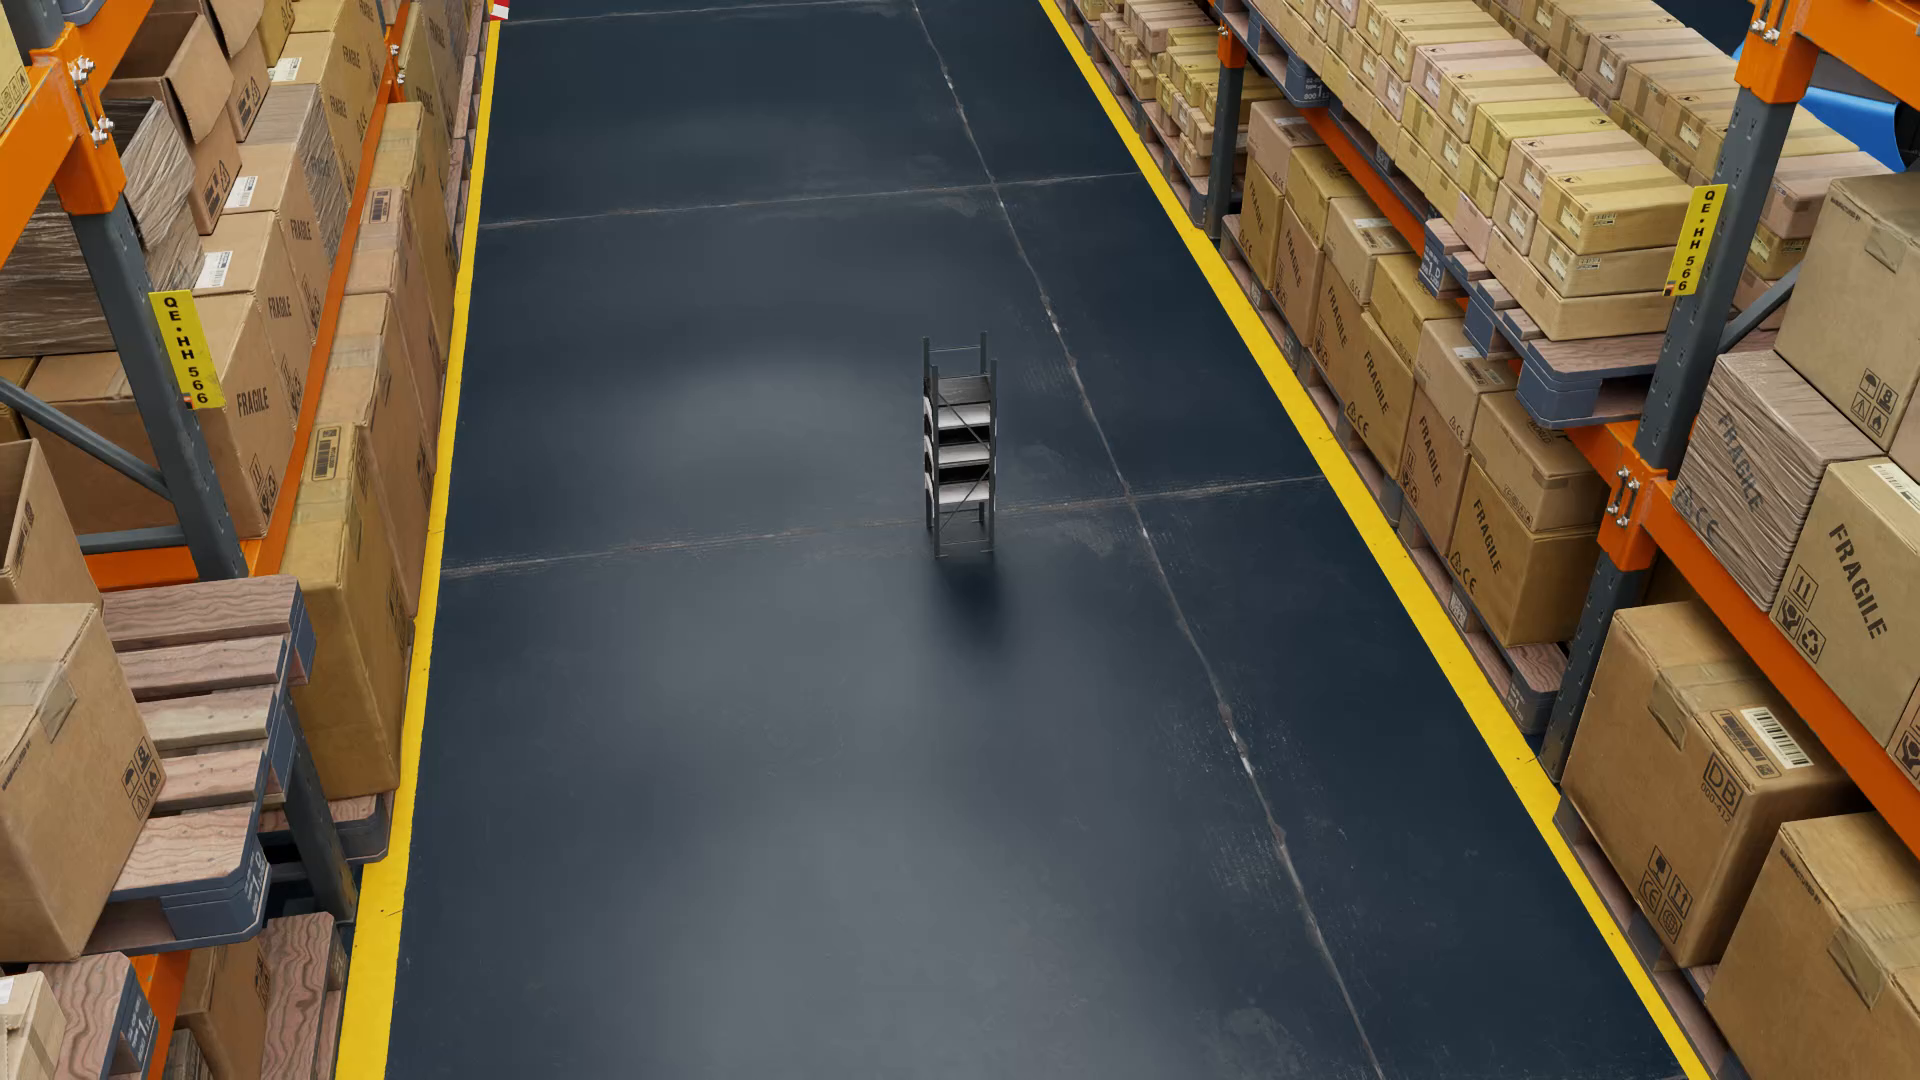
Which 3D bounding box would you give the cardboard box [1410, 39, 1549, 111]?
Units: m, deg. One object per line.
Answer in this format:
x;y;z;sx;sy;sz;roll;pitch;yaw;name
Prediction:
1.792;-1.603;5.746;0.380;0.149;0.250;-6;38;-8;cardboard box

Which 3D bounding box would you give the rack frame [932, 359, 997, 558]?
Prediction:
0.016;-0.299;6.401;0.240;0.900;0.006;-6;38;-8;rack frame

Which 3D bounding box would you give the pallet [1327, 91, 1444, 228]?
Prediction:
2.116;-1.553;6.461;1.003;0.211;1.213;-6;38;-8;pallet

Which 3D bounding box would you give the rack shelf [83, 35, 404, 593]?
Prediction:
-2.748;-0.889;6.036;1.077;0.370;4.000;-6;38;-8;rack shelf

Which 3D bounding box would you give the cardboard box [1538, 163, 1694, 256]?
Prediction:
1.966;-0.986;4.952;0.380;0.149;0.250;-8;38;-10;cardboard box

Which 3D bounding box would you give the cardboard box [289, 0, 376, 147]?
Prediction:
-2.668;-1.868;6.628;0.500;0.500;0.500;-5;38;-7;cardboard box

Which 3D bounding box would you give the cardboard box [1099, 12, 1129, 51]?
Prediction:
1.088;-3.191;10.393;0.380;0.149;0.250;-8;39;-10;cardboard box

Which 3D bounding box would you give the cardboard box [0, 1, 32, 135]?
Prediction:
-2.072;-0.830;3.051;0.500;0.250;0.500;-6;38;-8;cardboard box

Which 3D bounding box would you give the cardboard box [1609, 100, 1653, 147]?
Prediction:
2.472;-1.412;5.743;0.380;0.149;0.250;-6;38;-8;cardboard box

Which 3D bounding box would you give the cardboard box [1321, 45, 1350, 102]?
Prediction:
1.653;-1.845;6.542;0.380;0.149;0.250;-7;38;-9;cardboard box

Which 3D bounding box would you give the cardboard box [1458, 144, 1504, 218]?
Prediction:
1.872;-1.191;5.458;0.380;0.149;0.250;-5;38;-7;cardboard box

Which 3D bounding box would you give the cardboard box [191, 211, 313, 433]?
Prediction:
-2.307;-0.639;5.046;0.500;0.500;0.500;-7;38;-9;cardboard box

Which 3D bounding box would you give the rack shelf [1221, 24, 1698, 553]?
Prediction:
2.153;-1.362;6.644;1.077;0.370;4.000;-6;38;-8;rack shelf

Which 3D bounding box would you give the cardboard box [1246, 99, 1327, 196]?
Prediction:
1.672;-1.854;7.775;0.500;0.250;0.500;-8;39;-10;cardboard box

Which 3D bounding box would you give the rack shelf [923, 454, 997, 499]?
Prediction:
-0.001;-0.263;6.556;0.258;0.077;0.200;-6;38;-8;rack shelf

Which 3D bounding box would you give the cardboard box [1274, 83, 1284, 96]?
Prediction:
1.921;-2.408;9.143;0.380;0.149;0.250;-6;38;-8;cardboard box

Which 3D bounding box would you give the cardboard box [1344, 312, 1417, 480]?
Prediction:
1.935;-0.618;6.795;0.500;0.500;0.500;-8;39;-10;cardboard box

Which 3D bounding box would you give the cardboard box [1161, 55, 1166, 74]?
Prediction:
1.363;-2.651;9.457;0.380;0.149;0.250;-6;38;-8;cardboard box

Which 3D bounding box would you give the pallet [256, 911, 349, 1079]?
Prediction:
-2.262;1.608;4.508;1.003;0.211;1.213;-6;38;-8;pallet

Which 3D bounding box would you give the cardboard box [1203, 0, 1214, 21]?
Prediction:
1.698;-3.357;10.366;0.380;0.149;0.250;-4;38;-6;cardboard box

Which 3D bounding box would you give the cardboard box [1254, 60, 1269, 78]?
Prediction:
1.863;-2.679;9.250;0.380;0.149;0.250;-7;38;-9;cardboard box

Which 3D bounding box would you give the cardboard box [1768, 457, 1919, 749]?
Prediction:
2.409;0.130;4.057;0.500;0.500;0.500;-7;38;-8;cardboard box

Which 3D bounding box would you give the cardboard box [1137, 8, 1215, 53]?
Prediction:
1.242;-2.934;9.578;0.380;0.149;0.250;-8;39;-10;cardboard box

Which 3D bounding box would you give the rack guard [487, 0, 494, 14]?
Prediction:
-3.804;-3.825;11.266;1.175;0.500;0.348;-6;38;-8;rack guard

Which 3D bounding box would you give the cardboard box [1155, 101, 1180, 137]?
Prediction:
1.325;-2.413;9.392;0.380;0.149;0.250;-7;38;-9;cardboard box

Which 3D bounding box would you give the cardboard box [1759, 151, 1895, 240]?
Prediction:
2.613;-1.042;5.024;0.380;0.149;0.250;-6;38;-8;cardboard box

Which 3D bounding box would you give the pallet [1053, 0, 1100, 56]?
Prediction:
1.222;-3.628;11.248;1.003;0.211;1.213;-6;38;-8;pallet

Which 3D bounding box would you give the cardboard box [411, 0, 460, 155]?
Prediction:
-3.293;-2.659;9.117;0.875;0.875;0.875;-6;38;-8;cardboard box

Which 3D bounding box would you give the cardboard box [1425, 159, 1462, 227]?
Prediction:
1.837;-1.209;5.724;0.380;0.149;0.250;-7;38;-9;cardboard box

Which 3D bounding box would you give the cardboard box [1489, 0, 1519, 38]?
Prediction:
2.301;-2.023;6.529;0.380;0.149;0.250;-6;38;-8;cardboard box

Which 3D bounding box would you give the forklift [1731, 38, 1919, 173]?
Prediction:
5.094;-2.267;7.279;3.031;2.935;1.130;23;43;26;forklift

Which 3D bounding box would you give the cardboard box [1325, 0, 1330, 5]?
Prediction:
1.603;-2.240;6.565;0.380;0.149;0.250;-7;38;-8;cardboard box

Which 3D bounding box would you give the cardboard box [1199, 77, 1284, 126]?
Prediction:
1.484;-2.316;8.782;0.380;0.149;0.250;-5;38;-7;cardboard box

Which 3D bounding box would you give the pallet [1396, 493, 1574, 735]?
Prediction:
2.368;0.191;6.332;1.003;0.211;1.213;-6;38;-8;pallet

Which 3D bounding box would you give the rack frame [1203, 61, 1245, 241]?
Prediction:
1.802;-2.854;7.978;1.000;3.000;0.127;-6;38;-8;rack frame

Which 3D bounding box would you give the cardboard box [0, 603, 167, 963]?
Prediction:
-2.067;0.478;3.267;0.700;0.500;0.500;-1;38;-1;cardboard box

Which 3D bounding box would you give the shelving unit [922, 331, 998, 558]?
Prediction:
-0.001;-0.360;6.480;0.258;0.900;0.210;-6;38;-8;shelving unit

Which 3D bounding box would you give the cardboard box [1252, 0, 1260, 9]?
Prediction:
1.473;-2.466;7.342;0.380;0.149;0.250;-6;38;-7;cardboard box

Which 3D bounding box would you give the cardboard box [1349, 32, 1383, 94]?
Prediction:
1.695;-1.806;6.250;0.380;0.149;0.250;-7;38;-9;cardboard box

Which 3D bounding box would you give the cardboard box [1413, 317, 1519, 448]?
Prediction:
2.026;-0.601;6.163;0.500;0.250;0.500;-6;38;-7;cardboard box

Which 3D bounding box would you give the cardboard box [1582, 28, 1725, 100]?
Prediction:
2.430;-1.673;5.836;0.380;0.149;0.250;-5;38;-6;cardboard box

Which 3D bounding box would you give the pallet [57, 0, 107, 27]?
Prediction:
-2.562;-1.459;3.891;1.213;0.211;1.003;-5;38;-6;pallet

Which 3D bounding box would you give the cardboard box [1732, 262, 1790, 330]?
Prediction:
2.624;-0.796;5.193;0.380;0.149;0.250;-7;38;-9;cardboard box

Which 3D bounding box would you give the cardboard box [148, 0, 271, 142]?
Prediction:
-2.745;-1.643;5.520;0.797;0.503;0.637;-5;38;-6;cardboard box

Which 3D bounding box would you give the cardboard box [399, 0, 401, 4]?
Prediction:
-2.869;-2.655;7.928;0.380;0.149;0.250;-7;38;-9;cardboard box

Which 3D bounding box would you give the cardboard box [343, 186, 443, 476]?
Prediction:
-2.809;-0.784;6.704;1.225;0.875;0.875;-7;38;-10;cardboard box
